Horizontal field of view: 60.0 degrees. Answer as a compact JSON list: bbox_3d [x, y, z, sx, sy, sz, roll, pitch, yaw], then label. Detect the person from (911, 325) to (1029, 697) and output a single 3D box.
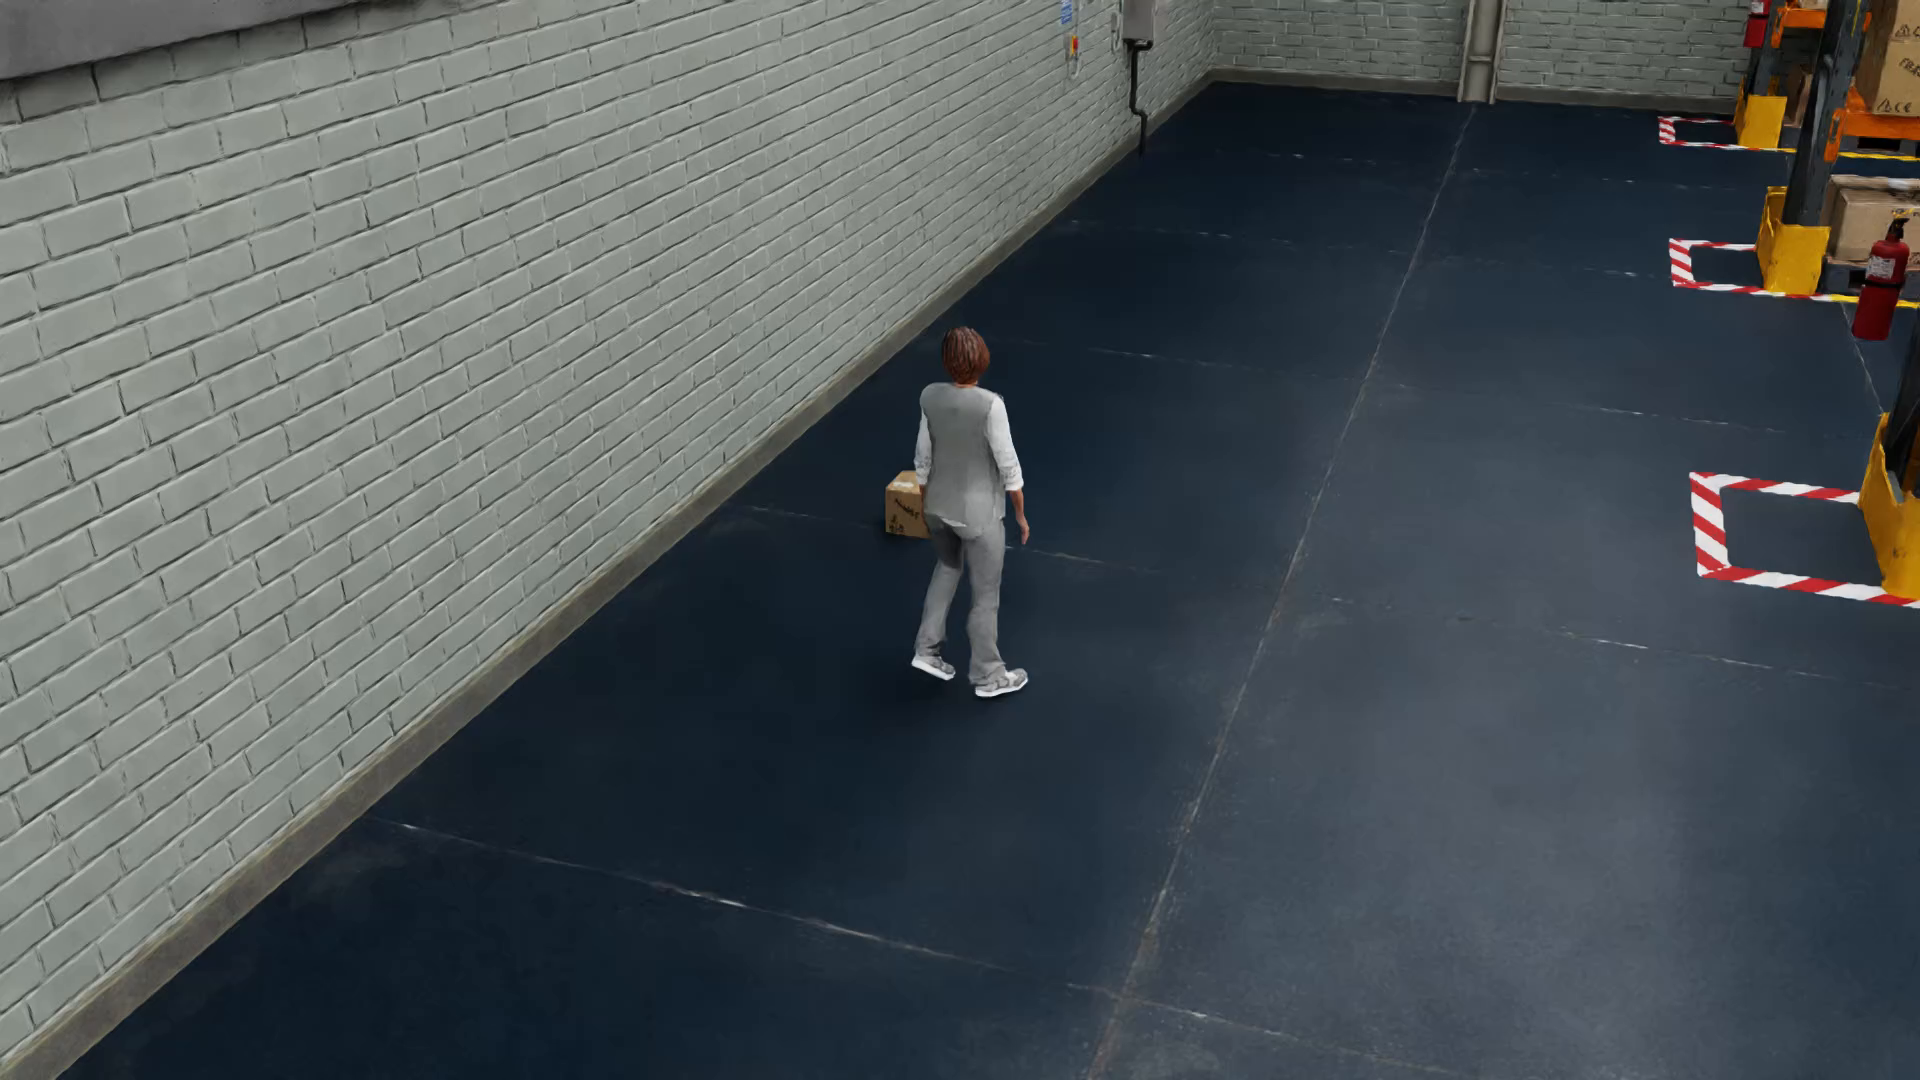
[{"bbox_3d":[0.018,-0.086,6.768,0.467,1.598,0.402,16,30,30],"label":"person"}]
